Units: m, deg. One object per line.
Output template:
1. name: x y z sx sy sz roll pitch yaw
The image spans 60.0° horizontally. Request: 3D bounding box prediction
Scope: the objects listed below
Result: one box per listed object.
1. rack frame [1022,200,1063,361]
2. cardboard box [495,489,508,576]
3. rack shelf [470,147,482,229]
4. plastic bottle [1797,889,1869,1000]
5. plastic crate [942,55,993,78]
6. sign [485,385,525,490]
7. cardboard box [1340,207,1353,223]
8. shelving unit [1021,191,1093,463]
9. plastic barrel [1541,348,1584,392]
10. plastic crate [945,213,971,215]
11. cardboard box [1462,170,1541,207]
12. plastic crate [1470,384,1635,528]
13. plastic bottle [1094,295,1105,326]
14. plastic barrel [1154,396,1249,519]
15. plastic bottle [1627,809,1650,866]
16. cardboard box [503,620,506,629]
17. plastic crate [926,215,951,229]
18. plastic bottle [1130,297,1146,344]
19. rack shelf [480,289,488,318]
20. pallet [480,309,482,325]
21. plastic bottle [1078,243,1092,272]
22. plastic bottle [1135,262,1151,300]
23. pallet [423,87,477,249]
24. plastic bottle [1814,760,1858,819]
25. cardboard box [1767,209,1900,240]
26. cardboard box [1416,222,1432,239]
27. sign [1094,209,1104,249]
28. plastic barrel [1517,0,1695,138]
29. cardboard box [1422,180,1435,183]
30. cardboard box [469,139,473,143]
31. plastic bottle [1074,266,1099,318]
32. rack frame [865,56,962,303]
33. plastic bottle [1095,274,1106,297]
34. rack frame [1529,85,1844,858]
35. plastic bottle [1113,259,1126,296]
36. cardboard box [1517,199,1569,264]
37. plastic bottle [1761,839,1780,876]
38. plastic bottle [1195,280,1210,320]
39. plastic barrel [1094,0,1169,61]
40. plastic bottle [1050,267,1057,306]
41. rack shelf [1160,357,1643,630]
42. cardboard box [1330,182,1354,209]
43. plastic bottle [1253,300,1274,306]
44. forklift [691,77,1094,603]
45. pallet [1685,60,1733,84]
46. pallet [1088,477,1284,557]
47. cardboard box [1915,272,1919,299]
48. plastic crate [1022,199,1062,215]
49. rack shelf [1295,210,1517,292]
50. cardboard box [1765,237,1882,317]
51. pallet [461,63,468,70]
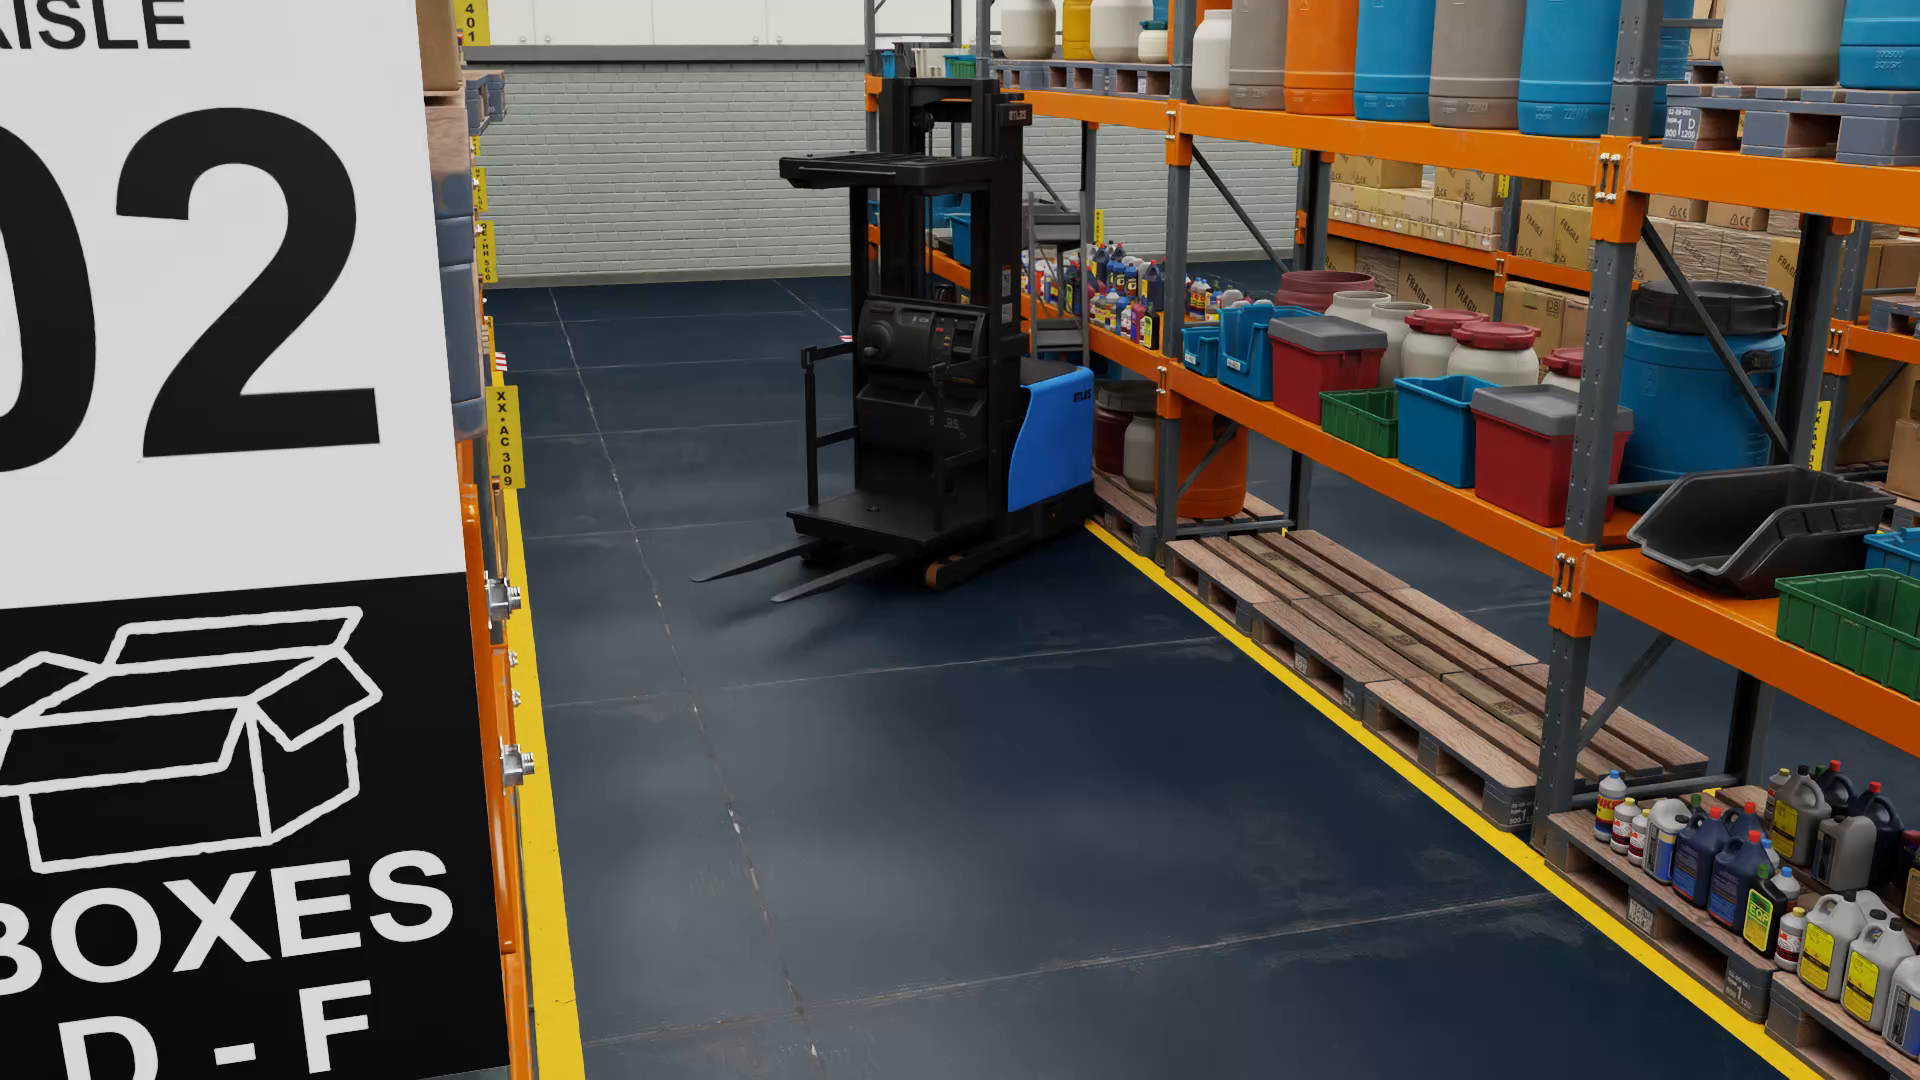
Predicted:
1. rack frame: 0.540 -1.320 11.659 0.400 2.100 0.015 -3 6 -16
2. cardboard box: -2.892 -0.087 9.609 0.500 0.500 0.500 -4 17 -13
3. rack shelf: -2.492 -1.464 6.649 1.077 0.370 4.000 -5 17 -15
4. plastic bottle: 2.813 1.274 5.335 0.144 0.351 0.185 -5 17 -16
5. plastic crate: 0.065 -4.005 14.149 0.416 0.233 0.300 -5 17 -15
6. sign: -1.409 -0.316 5.147 0.100 0.325 0.005 -5 17 -15
7. cardboard box: 4.281 -3.462 17.700 0.380 0.149 0.250 -5 17 -16
8. shelving unit: 0.608 -1.300 11.425 0.431 2.100 0.503 -3 6 -16
9. plastic barrel: 2.769 -0.557 7.354 0.433 0.535 0.433 0 17 0
10. plastic crate: -0.078 -3.220 16.811 0.396 0.136 0.243 -5 17 -15
11. cardboard box: 5.001 -3.350 15.329 0.500 0.500 0.500 -4 17 -14
12. plastic crate: 2.394 -0.350 6.791 0.402 0.464 0.583 -5 17 -15
13. plastic bottle: 0.962 -1.558 11.269 0.097 0.201 0.097 0 17 0
14. plastic barrel: 1.571 -0.612 10.816 0.600 0.830 0.708 -5 17 -15
15. plastic bottle: 2.543 1.099 6.178 0.097 0.201 0.097 0 17 0
16. cardboard box: -2.240 0.469 7.251 0.500 0.311 0.500 -4 17 -14
17. plastic crate: -0.281 -2.936 15.698 0.416 0.233 0.300 -5 17 -15
18. plastic bottle: 1.137 -1.402 10.608 0.061 0.283 0.133 -5 17 -15
19. rack shelf: -4.691 -2.240 14.447 1.077 0.370 4.000 -5 17 -15
20. pallet: -3.581 -1.371 10.636 1.003 0.211 1.213 -5 17 -15
21. plastic bottle: 1.042 -2.279 13.542 0.152 0.276 0.135 -5 17 -15
22. plastic bottle: 1.381 -1.938 12.404 0.152 0.276 0.135 -5 17 -15
23. pallet: -1.352 -0.642 2.816 1.003 0.211 1.213 -5 17 -15
24. plastic bottle: 3.275 1.004 6.236 0.144 0.351 0.185 -5 17 -17
25. cardboard box: 6.299 -2.439 11.941 0.797 0.503 0.637 -4 17 -13
26. cardboard box: 4.703 -3.037 16.284 0.380 0.149 0.250 -4 17 -14
27. sign: 1.152 -2.598 13.905 0.100 0.325 0.005 -5 17 -15
28. plastic barrel: 2.473 -2.010 6.343 0.600 0.901 0.708 -5 17 -15
29. cardboard box: 4.813 -3.738 17.924 0.500 0.250 0.500 -5 17 -16
30. cardboard box: -4.567 -3.281 14.748 0.500 0.500 0.500 -4 17 -14
31. plastic bottle: 0.883 -1.734 11.596 0.144 0.351 0.185 -5 17 -15
32. rack frame: -0.477 -3.529 17.485 1.000 3.000 0.127 -5 17 -15
33. plastic bottle: 0.974 -1.717 11.656 0.061 0.283 0.133 -5 17 -15
34. rack frame: 2.821 -0.209 6.435 1.000 3.000 0.127 -5 17 -15
35. plastic bottle: 1.203 -1.984 12.568 0.097 0.271 0.097 0 17 0
36. cardboard box: 5.271 -2.715 14.602 0.500 0.500 0.500 -5 17 -15
37. plastic bottle: 2.800 1.173 5.810 0.097 0.271 0.097 0 17 0
38. plastic bottle: 1.681 -1.662 11.496 0.097 0.271 0.097 0 17 0
39. plastic barrel: 1.239 -3.840 11.707 0.600 0.901 0.708 -5 17 -15
40. plastic bottle: 0.707 -1.848 12.114 0.097 0.271 0.097 0 17 0
41. rack shelf: 2.271 -0.418 8.380 1.077 0.370 4.000 -5 17 -15
42. cardboard box: 4.307 -3.694 17.778 0.500 0.250 0.500 -5 17 -16
43. plastic bottle: 1.914 -1.402 10.620 0.152 0.276 0.135 -5 17 -15
44. forklift: -0.367 -1.259 10.048 1.130 2.935 3.031 12 20 34
45. pallet: 5.946 -3.537 12.626 1.003 0.211 1.213 -4 17 -13
46. pallet: 1.465 -0.195 11.235 1.003 0.211 1.213 -5 17 -15
47. cardboard box: 6.671 -1.810 10.861 0.500 0.500 0.500 -7 18 -22
48. plastic crate: 0.618 -2.748 14.672 0.402 0.464 0.583 -5 17 -15
49. rack shelf: 4.835 -3.023 17.051 1.077 0.370 4.000 -5 17 -15
50. cardboard box: 6.110 -1.872 11.797 0.500 0.500 0.500 -4 17 -14
51. pallet: -3.741 -2.906 10.524 1.213 0.211 1.003 -5 17 -15
